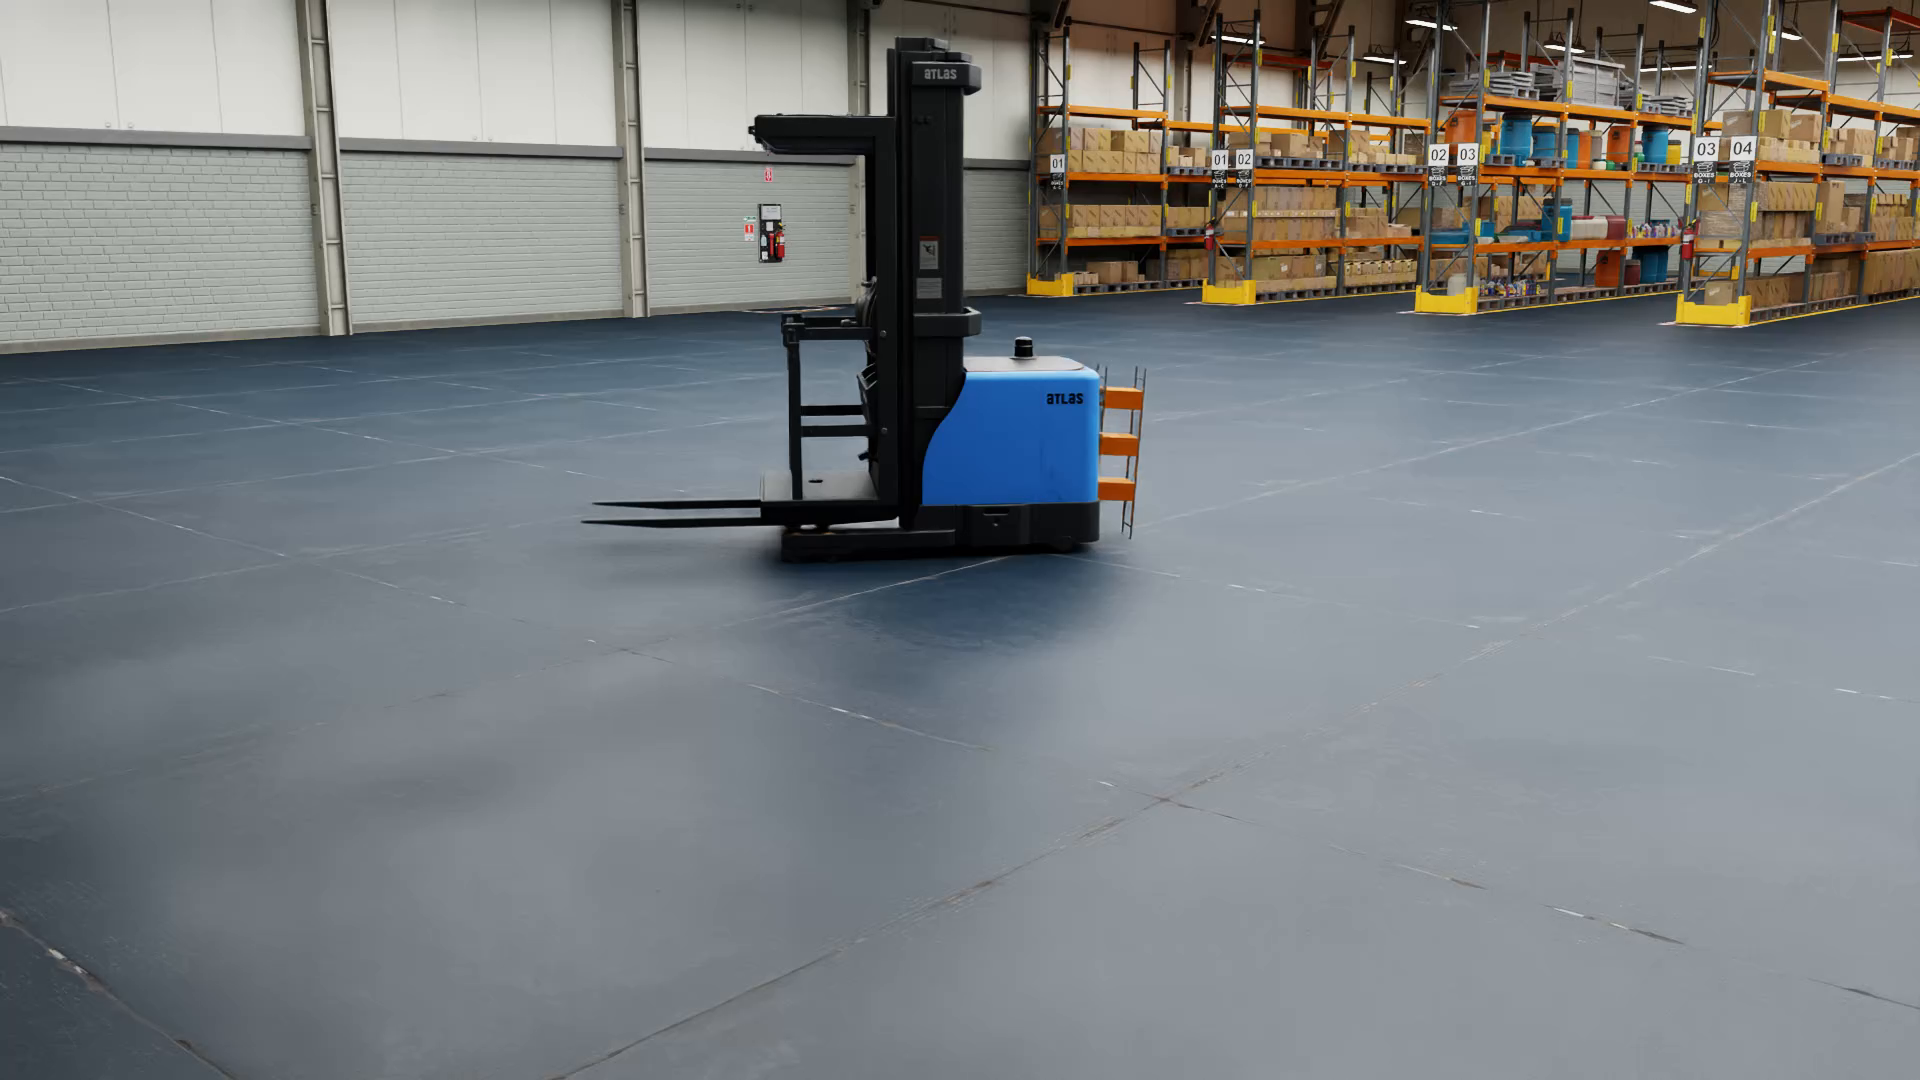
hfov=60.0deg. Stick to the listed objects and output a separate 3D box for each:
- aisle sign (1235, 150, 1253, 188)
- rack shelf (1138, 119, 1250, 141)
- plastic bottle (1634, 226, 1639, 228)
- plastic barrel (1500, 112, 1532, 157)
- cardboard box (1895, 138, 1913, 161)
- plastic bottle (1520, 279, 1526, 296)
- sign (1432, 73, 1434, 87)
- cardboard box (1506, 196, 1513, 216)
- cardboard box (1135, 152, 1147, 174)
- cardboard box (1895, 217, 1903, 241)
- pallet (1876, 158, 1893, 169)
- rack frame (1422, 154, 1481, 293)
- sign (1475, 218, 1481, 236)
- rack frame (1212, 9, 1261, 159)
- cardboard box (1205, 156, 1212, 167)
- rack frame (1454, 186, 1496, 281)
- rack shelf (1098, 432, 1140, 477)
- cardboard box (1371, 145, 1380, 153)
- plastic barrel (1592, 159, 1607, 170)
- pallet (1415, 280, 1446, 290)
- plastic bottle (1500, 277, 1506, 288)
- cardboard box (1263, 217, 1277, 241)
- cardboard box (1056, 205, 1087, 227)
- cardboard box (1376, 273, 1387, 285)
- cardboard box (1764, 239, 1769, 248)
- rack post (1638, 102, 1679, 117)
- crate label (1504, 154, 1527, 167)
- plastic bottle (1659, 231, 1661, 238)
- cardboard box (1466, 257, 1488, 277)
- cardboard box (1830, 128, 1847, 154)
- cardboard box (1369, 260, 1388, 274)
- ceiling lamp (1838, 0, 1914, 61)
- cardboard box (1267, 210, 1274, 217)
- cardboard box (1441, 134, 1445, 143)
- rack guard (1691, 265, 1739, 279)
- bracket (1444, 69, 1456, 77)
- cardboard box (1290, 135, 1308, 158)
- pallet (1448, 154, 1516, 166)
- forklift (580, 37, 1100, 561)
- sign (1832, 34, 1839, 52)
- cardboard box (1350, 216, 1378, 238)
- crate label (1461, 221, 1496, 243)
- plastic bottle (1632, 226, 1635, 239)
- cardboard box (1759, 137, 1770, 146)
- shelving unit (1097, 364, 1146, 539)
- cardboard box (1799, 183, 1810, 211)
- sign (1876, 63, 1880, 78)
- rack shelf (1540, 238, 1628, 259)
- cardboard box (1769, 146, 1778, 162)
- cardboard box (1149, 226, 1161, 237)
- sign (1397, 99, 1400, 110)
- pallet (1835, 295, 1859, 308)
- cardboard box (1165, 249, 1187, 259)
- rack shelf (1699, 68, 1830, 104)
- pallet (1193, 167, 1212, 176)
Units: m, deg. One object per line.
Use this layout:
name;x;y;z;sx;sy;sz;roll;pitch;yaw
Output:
aisle sign;5.964;-7.787;34.903;0.394;0.787;0.004;10;15;40
rack shelf;6.014;-10.477;42.550;1.077;0.370;4.000;10;15;40
plastic bottle;16.328;-7.450;40.172;0.152;0.276;0.135;10;15;40
plastic barrel;11.398;-8.299;34.094;0.600;0.901;0.708;10;15;40
cardboard box;20.762;-8.685;37.050;0.700;0.500;0.500;10;15;42
plastic bottle;11.587;-5.218;34.318;0.144;0.351;0.185;10;15;40
sign;11.477;-11.145;40.246;0.100;0.325;0.005;10;15;40
cardboard box;14.561;-8.975;44.681;0.500;0.500;0.500;9;15;39
cardboard box;4.203;-9.141;40.353;0.500;0.500;0.500;8;14;36
cardboard box;20.362;-6.841;36.548;0.500;0.500;0.500;10;15;40
pallet;18.882;-7.937;35.115;1.213;0.211;1.003;11;16;43
rack frame;9.495;-5.920;32.195;1.000;3.000;0.127;10;15;40
sign;9.906;-5.984;31.808;0.100;0.325;0.005;10;15;40
rack frame;5.777;-9.503;34.816;1.000;3.000;0.127;10;15;40
cardboard box;6.409;-9.731;43.300;0.637;0.503;0.797;-10;15;-40
rack frame;13.698;-8.327;44.244;1.000;3.000;0.127;10;15;40
rack shelf;0.949;-0.533;10.215;0.240;0.259;0.215;2;11;-11
cardboard box;11.999;-11.360;48.913;0.500;0.500;0.500;10;15;42
plastic barrel;14.112;-8.283;36.720;0.301;0.262;0.301;0;11;0
pallet;11.579;-6.476;42.096;1.003;0.211;1.213;10;15;40
plastic bottle;11.400;-5.342;34.938;0.144;0.351;0.185;10;15;40
cardboard box;6.438;-6.755;36.120;0.700;0.500;0.500;10;15;42
cardboard box;2.594;-7.537;38.704;0.500;0.500;0.500;10;15;40
cardboard box;9.885;-6.261;39.849;0.500;0.250;0.500;10;15;41
cardboard box;14.259;-5.312;29.792;0.380;0.149;0.250;10;15;40
rack post;16.176;-10.068;38.922;0.954;0.300;0.937;-10;15;-41
crate label;10.979;-7.551;33.081;0.502;0.251;0.408;10;15;40
plastic bottle;16.680;-7.320;39.711;0.097;0.201;0.097;0;11;0
cardboard box;13.588;-7.207;43.896;0.500;0.500;0.500;10;15;40
cardboard box;16.862;-7.791;32.567;0.797;0.503;0.637;11;15;43
cardboard box;9.891;-6.537;39.800;0.500;0.311;0.500;10;15;42
ceiling lamp;23.721;-14.148;43.168;2.000;3.185;0.800;10;15;40
cardboard box;6.536;-7.034;35.859;0.380;0.149;0.250;10;15;41
cardboard box;12.024;-9.962;41.964;0.500;0.500;0.500;10;15;40
rack guard;20.063;-7.054;44.252;1.175;0.500;0.348;10;15;40
bracket;15.853;-15.135;53.824;0.235;0.232;0.430;10;15;40
cardboard box;7.236;-8.720;36.860;0.637;0.503;0.797;-10;15;-41
pallet;10.115;-7.408;32.466;1.003;0.211;1.213;10;15;40
forklift;-0.725;-1.423;9.851;3.031;2.935;1.130;-1;11;-6
sign;16.252;-9.235;30.884;0.100;0.325;0.005;10;15;40
cardboard box;9.615;-7.461;39.653;0.500;0.500;0.500;10;15;40
crate label;10.507;-6.244;33.722;0.502;0.435;0.616;10;15;40
plastic bottle;15.556;-7.105;38.421;0.061;0.283;0.133;10;15;40
cardboard box;13.815;-6.909;28.852;0.380;0.149;0.250;10;15;42
shelving unit;0.949;-0.544;10.213;0.252;1.050;0.215;2;11;-11
cardboard box;15.437;-6.378;30.920;0.500;0.500;0.500;10;15;40
sign;20.737;-10.599;37.511;0.100;0.325;0.005;10;15;40
rack shelf;13.456;-6.450;36.685;1.077;0.370;4.000;10;15;40
cardboard box;14.064;-6.792;29.281;0.500;0.250;0.500;9;15;39
cardboard box;4.609;-7.617;41.022;0.500;0.250;0.500;10;15;40
sign;13.014;-12.922;49.345;0.100;0.325;0.005;10;15;40
pallet;17.980;-4.975;34.580;1.003;0.211;1.213;10;15;40
cardboard box;5.455;-7.323;42.562;0.500;0.250;0.500;9;15;39
rack shelf;14.536;-8.162;29.945;1.077;0.370;4.000;10;15;40
pallet;5.864;-9.399;42.431;1.213;0.211;1.003;10;15;40
